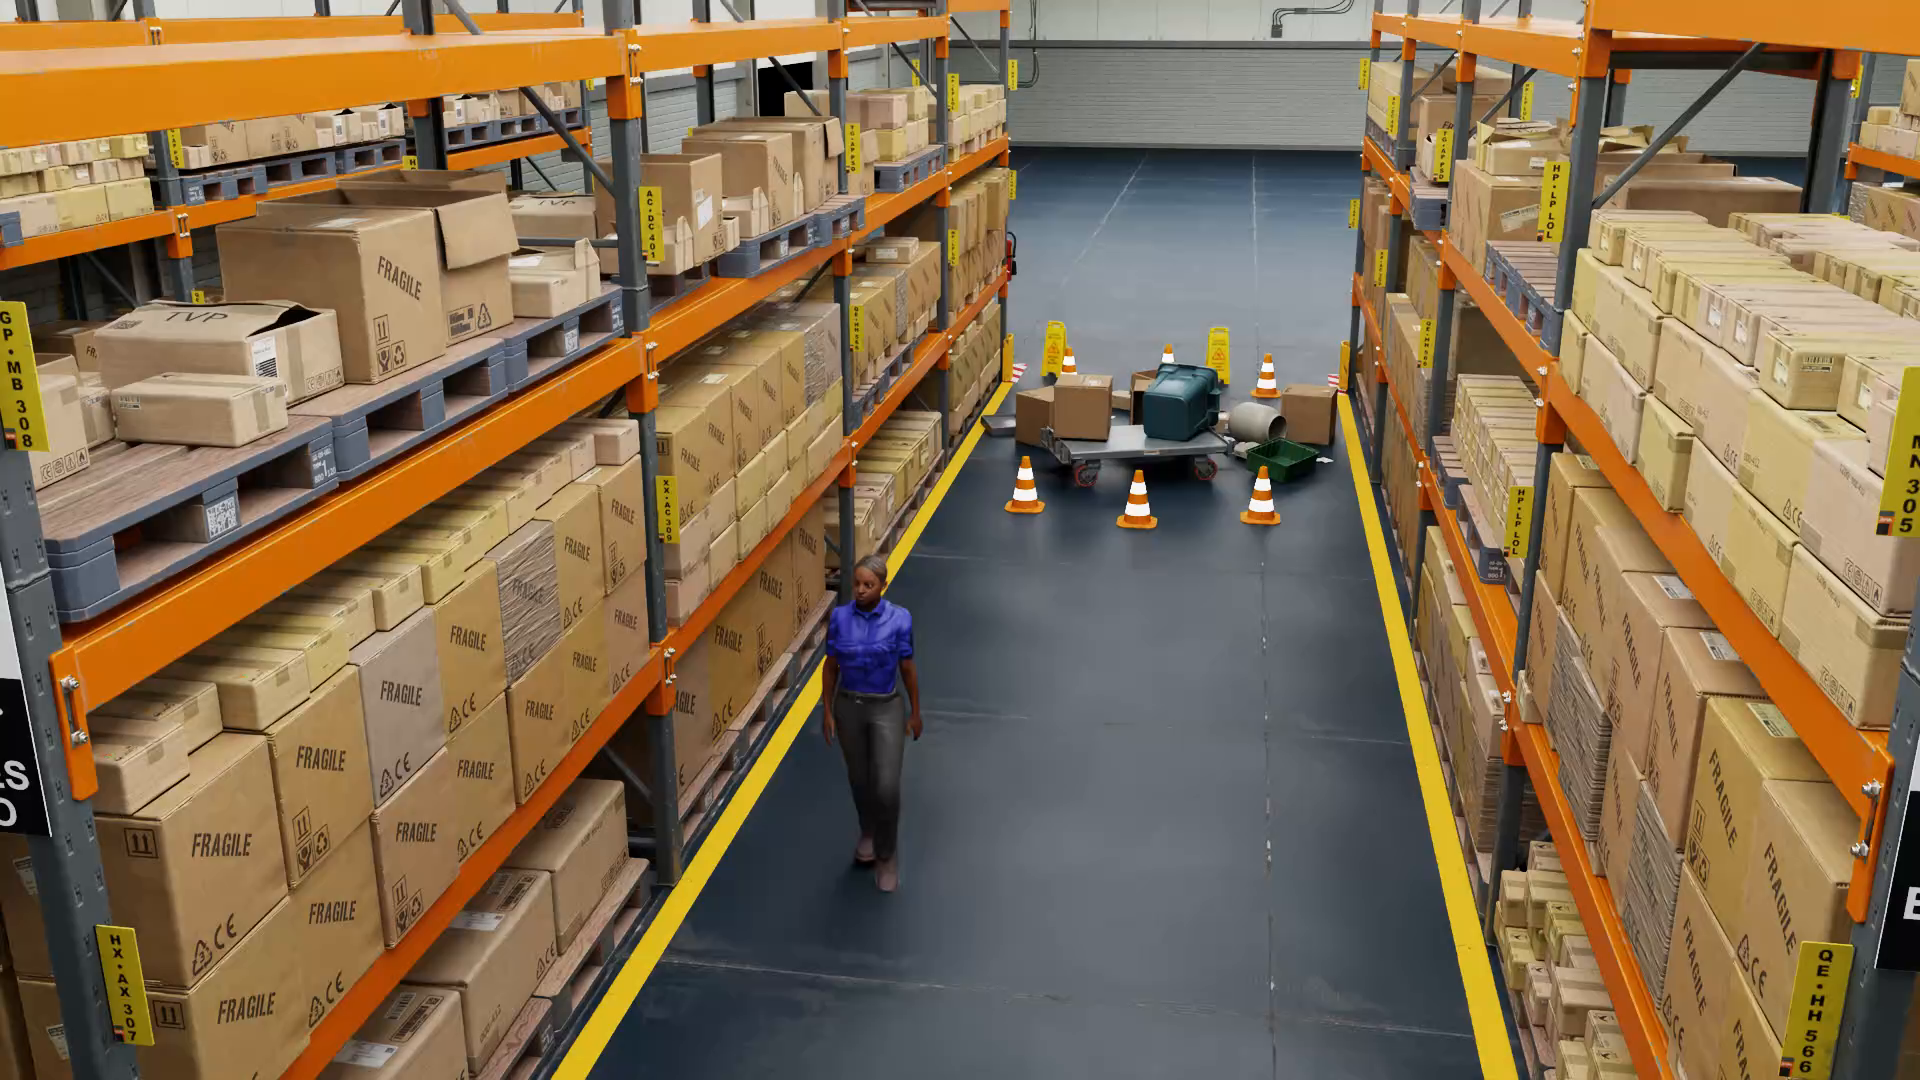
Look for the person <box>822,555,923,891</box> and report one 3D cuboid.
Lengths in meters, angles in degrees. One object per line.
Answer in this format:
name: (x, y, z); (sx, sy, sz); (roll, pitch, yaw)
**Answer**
person: (-0.451, 0.908, 8.311); (0.484, 1.721, 0.512); (4, 18, 12)
